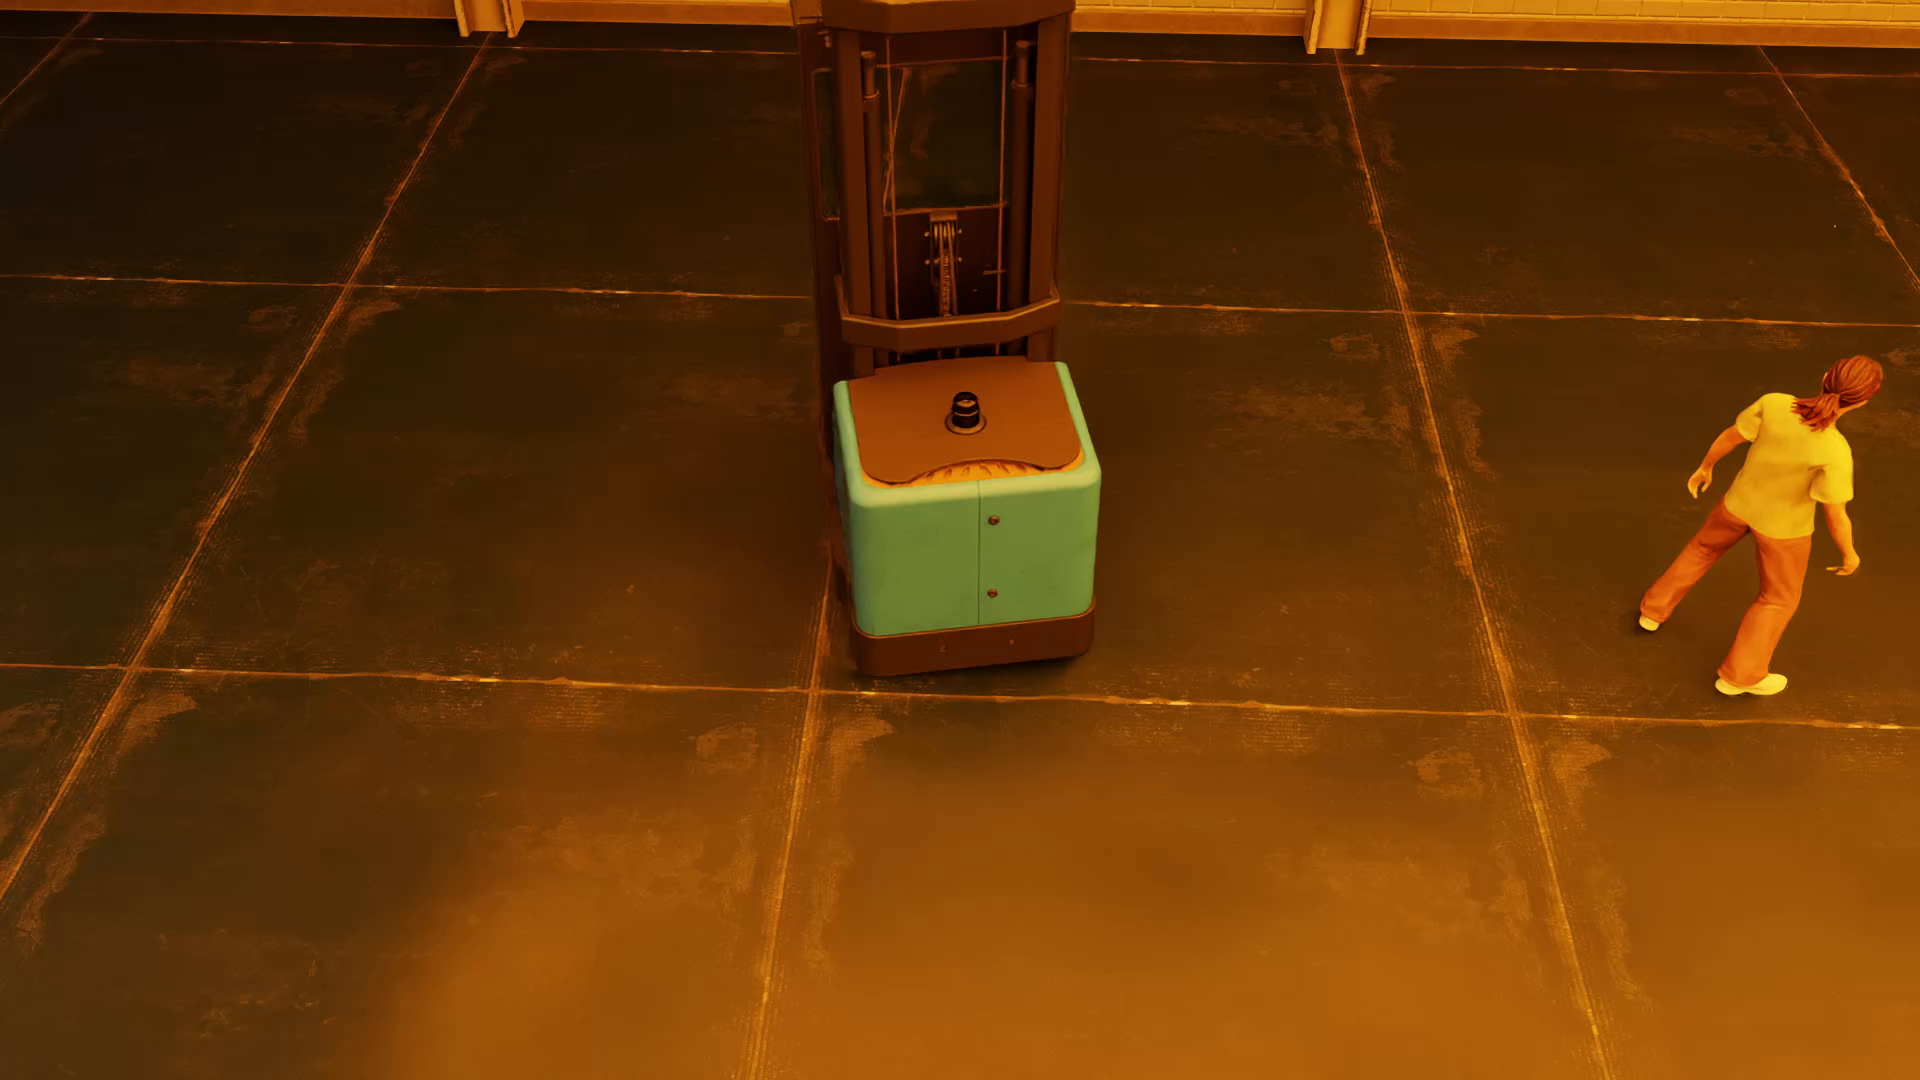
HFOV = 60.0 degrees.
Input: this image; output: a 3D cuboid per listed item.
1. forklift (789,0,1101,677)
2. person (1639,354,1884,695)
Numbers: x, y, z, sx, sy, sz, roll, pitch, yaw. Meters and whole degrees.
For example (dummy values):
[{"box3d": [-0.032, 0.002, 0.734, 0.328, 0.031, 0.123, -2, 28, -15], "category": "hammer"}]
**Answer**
[{"box3d": [-0.142, -1.491, 7.376, 1.130, 2.935, 3.031, -6, 43, -6], "category": "forklift"}, {"box3d": [3.286, -0.104, 6.807, 0.340, 1.655, 0.787, -23, 47, -23], "category": "person"}]
